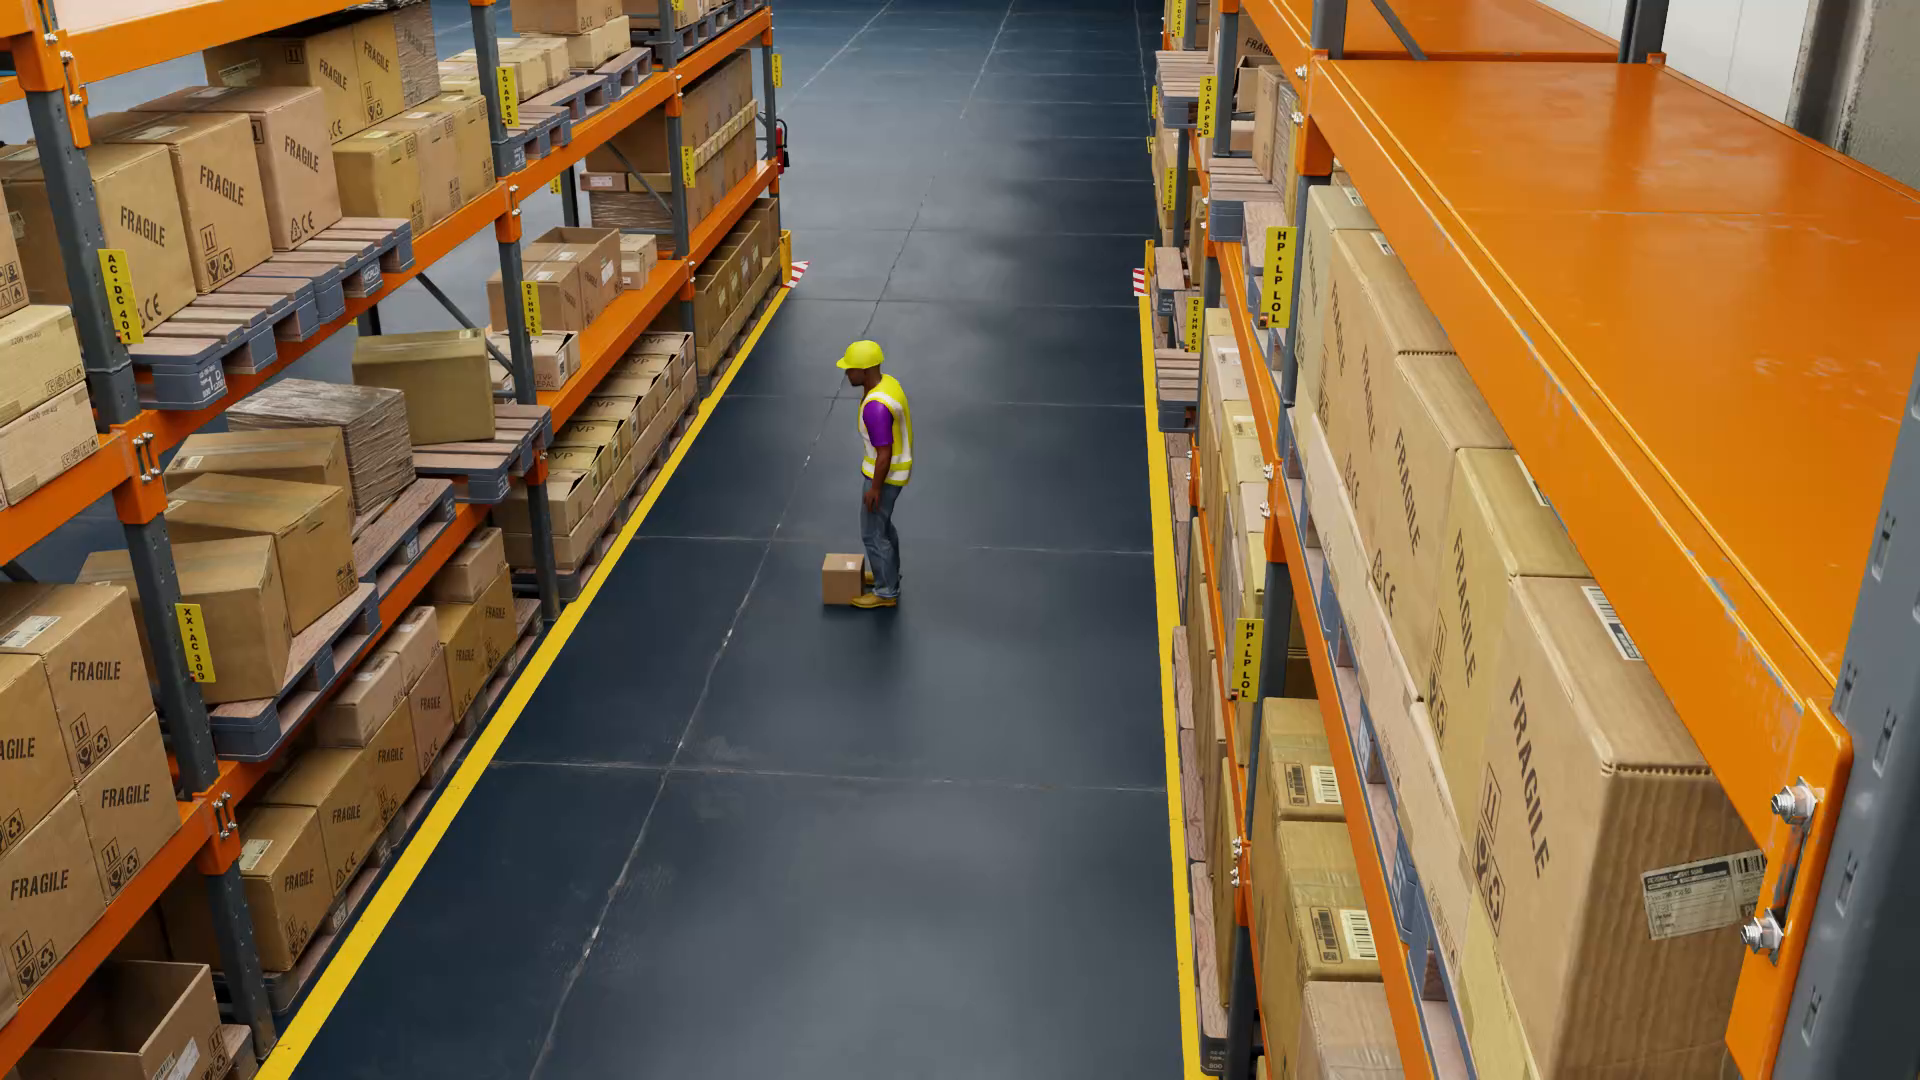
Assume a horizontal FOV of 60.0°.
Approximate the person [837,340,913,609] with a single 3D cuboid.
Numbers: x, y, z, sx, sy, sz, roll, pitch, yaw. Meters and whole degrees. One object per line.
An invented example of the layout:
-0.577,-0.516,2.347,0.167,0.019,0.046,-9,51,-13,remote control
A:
-0.525,-0.426,10.524,0.461,1.759,0.628,1,24,1,person
